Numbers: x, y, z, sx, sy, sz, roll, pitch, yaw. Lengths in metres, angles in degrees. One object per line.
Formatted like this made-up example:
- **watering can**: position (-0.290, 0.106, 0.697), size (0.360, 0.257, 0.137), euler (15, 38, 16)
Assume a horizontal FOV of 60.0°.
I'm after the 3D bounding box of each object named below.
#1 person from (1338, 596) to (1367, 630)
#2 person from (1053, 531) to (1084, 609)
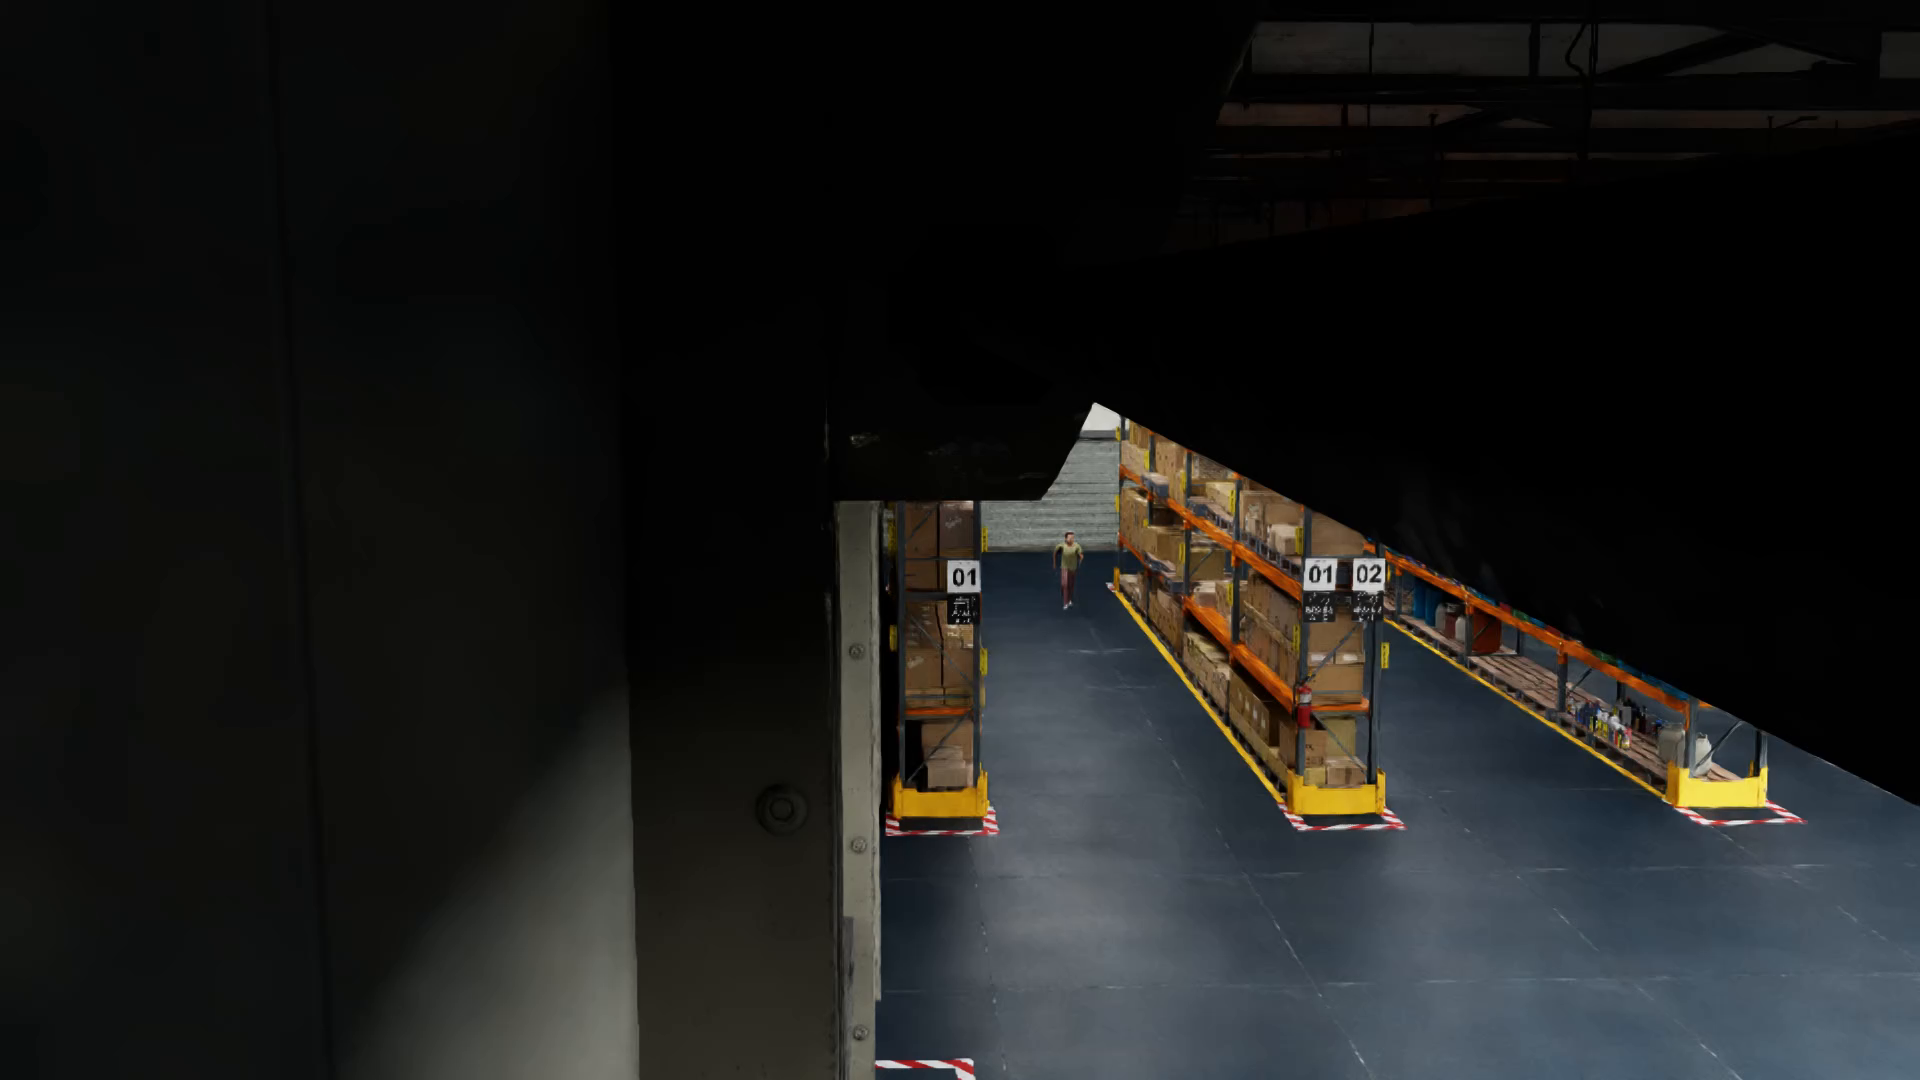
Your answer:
- **person**: position (6.899, 1.309, 29.050), size (0.733, 1.709, 0.930), euler (-1, 8, -5)
- **person**: position (2.250, 0.586, 34.449), size (0.603, 1.602, 0.795), euler (-1, 8, -7)
